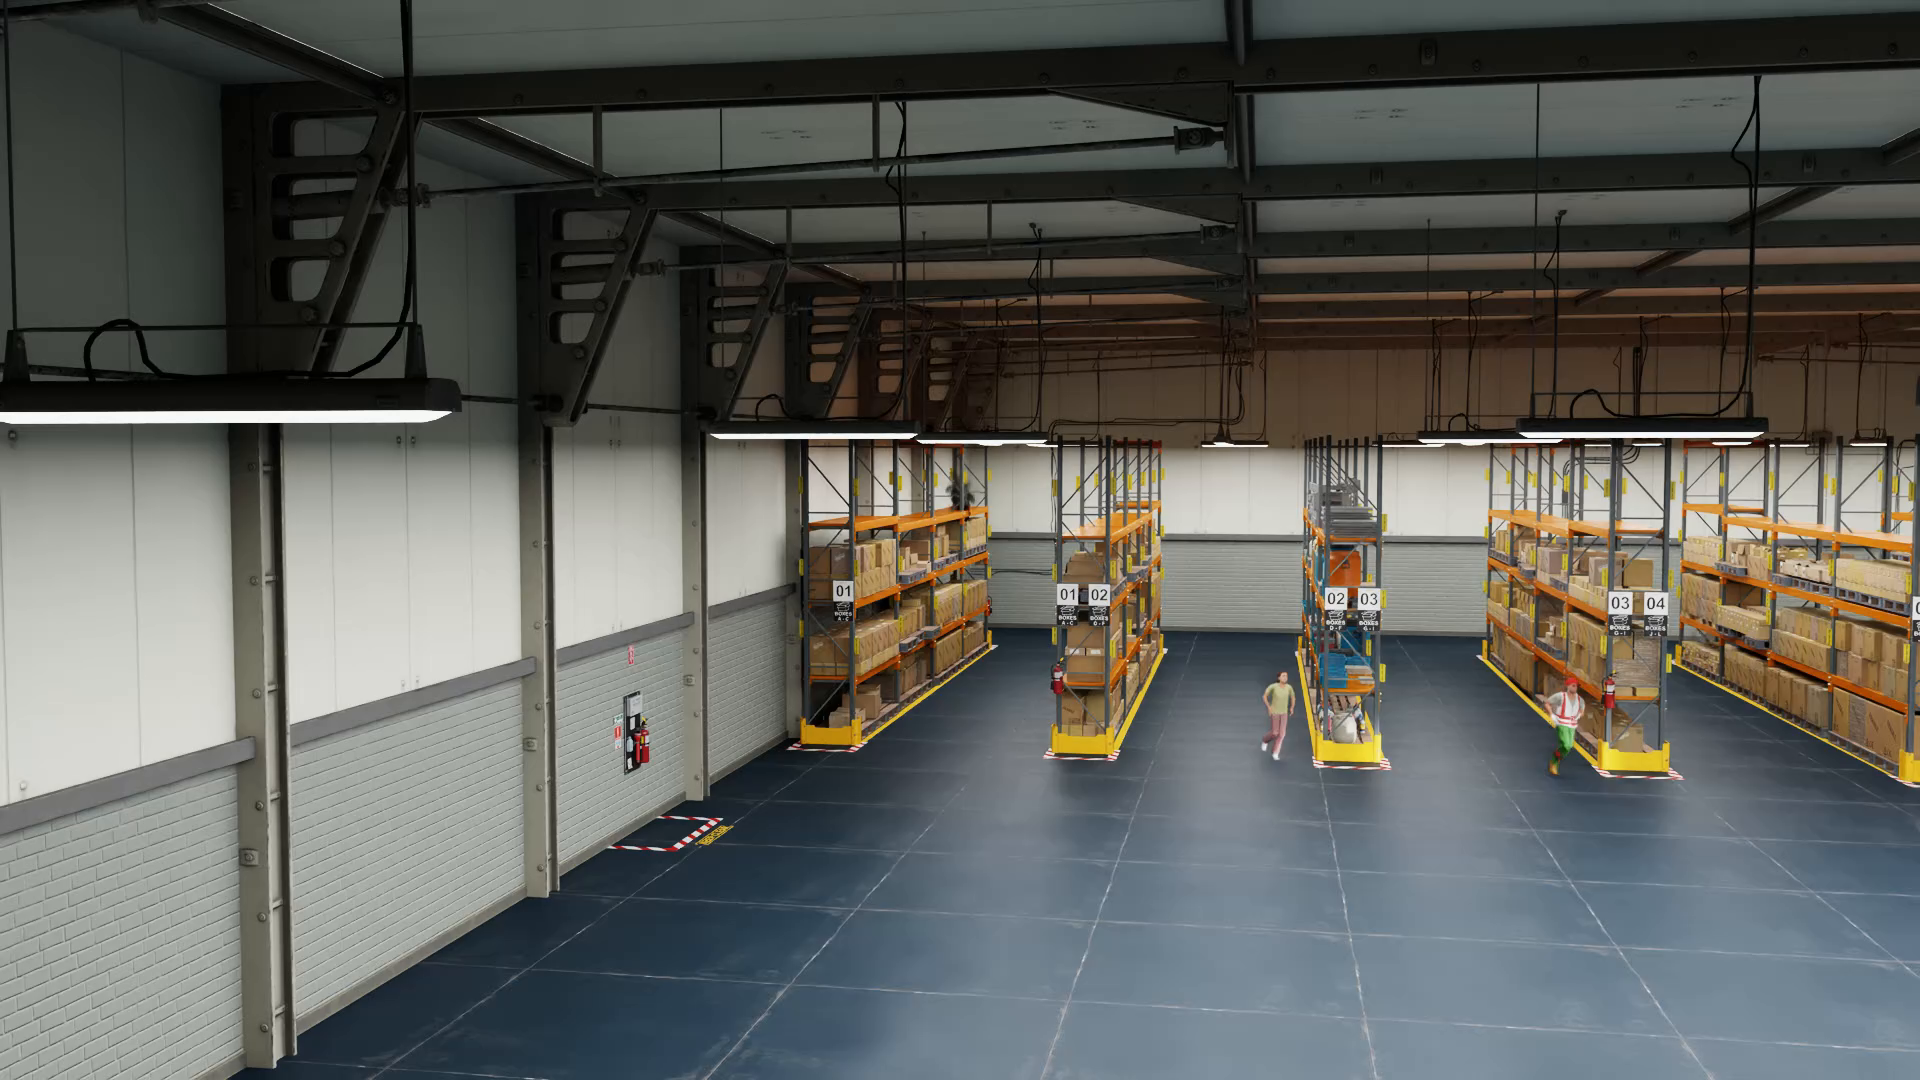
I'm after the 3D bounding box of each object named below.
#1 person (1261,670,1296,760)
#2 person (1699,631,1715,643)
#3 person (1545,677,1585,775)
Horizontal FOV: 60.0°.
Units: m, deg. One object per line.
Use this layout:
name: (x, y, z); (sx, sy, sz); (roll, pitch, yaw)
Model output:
person: (5.969, 3.241, 31.054); (0.608, 1.648, 0.598); (-1, 3, -11)
person: (20.523, 2.466, 45.644); (0.540, 1.581, 0.869); (2, 4, 31)
person: (10.678, 3.270, 29.234); (0.655, 1.710, 0.619); (-1, 3, -13)
